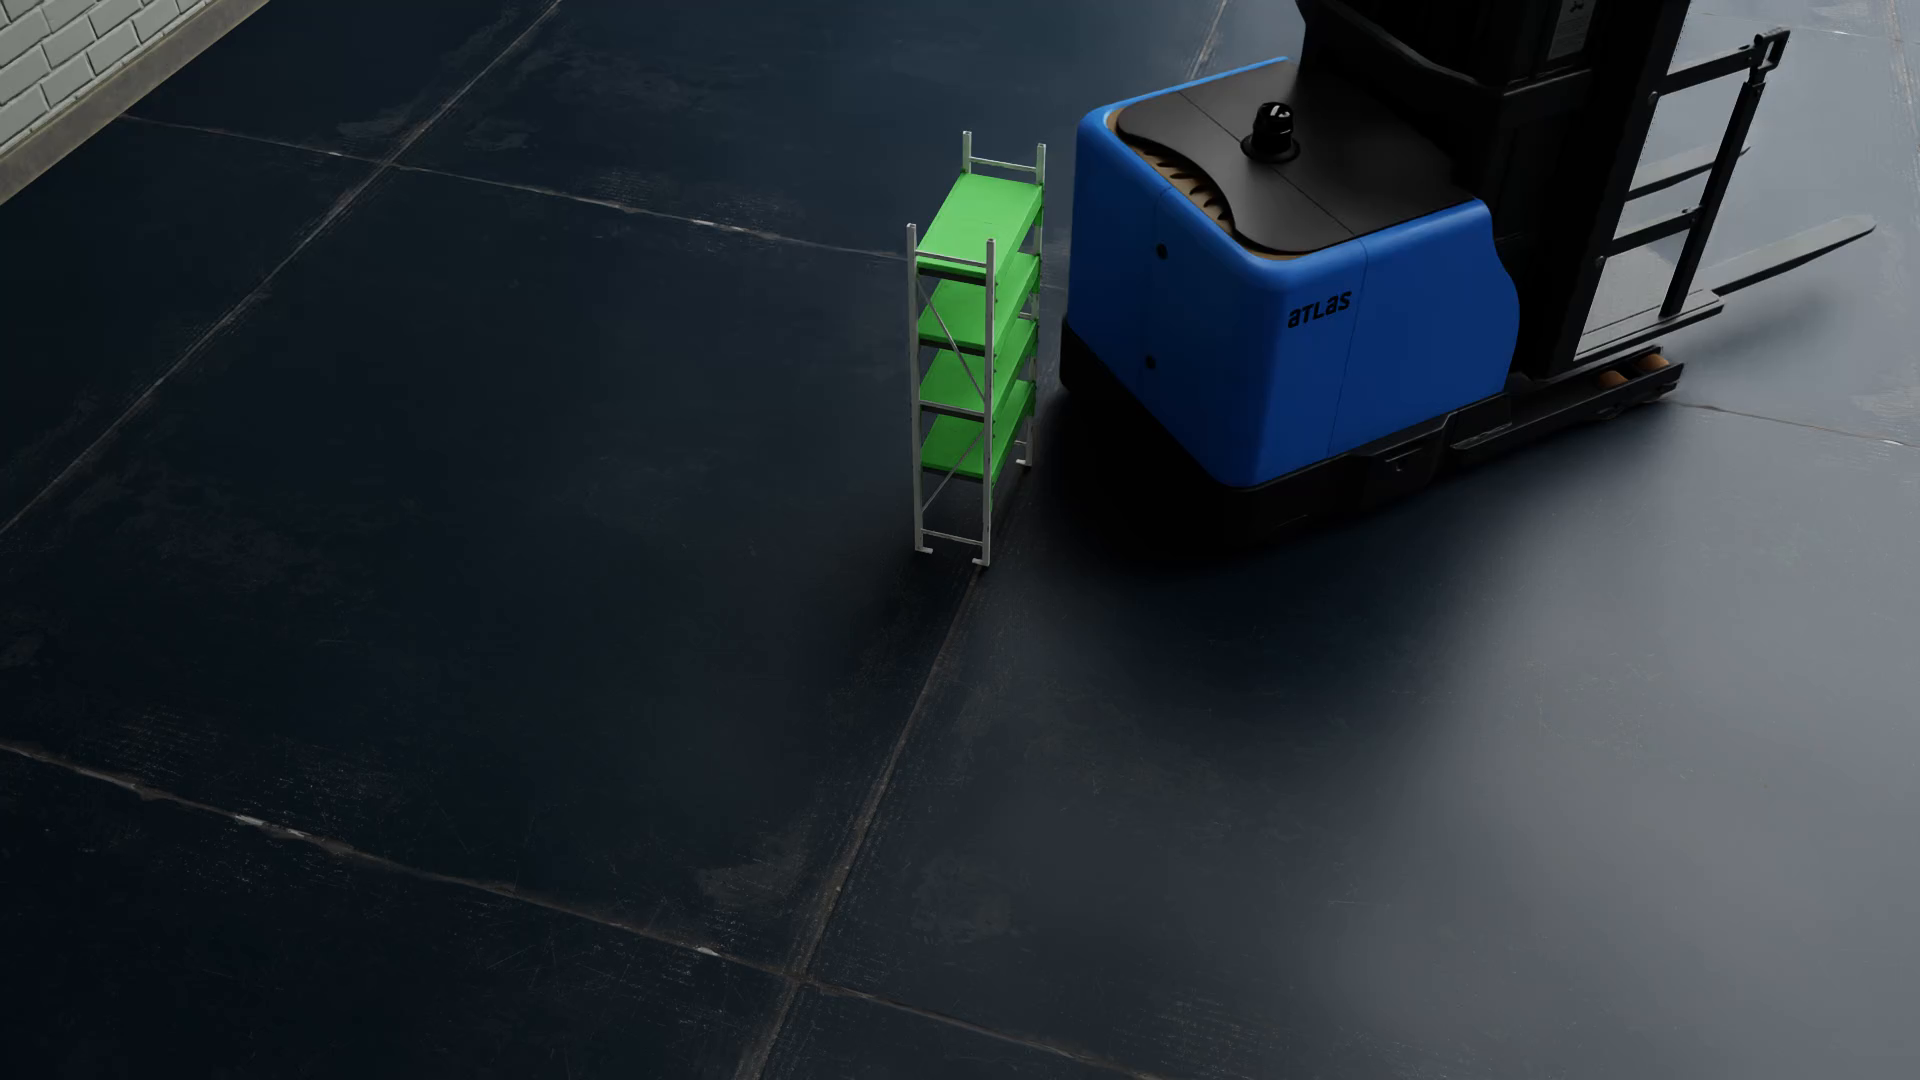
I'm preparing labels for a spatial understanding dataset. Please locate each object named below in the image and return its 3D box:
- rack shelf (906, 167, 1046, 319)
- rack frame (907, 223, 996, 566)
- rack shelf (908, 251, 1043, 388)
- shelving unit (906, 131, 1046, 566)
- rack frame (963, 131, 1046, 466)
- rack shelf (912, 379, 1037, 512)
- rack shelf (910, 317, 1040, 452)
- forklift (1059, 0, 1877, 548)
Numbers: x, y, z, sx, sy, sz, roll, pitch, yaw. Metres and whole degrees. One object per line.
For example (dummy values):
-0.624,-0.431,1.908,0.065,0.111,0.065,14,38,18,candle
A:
0.050,-0.837,4.652,0.258,0.148,0.480,13,46,12,rack shelf
-0.024,-0.377,4.777,0.240,1.200,0.015,13,46,12,rack frame
0.050,-0.665,4.820,0.258,0.148,0.480,13,46,12,rack shelf
0.050,-0.539,4.943,0.258,1.200,0.503,13,46,12,shelving unit
0.124,-0.702,5.109,0.240,1.200,0.015,13,46,12,rack frame
0.050,-0.322,5.156,0.258,0.148,0.480,13,46,12,rack shelf
0.050,-0.494,4.988,0.258,0.148,0.480,13,46,12,rack shelf
1.888,-1.763,4.956,3.031,2.935,1.130,-20,48,-20,forklift
